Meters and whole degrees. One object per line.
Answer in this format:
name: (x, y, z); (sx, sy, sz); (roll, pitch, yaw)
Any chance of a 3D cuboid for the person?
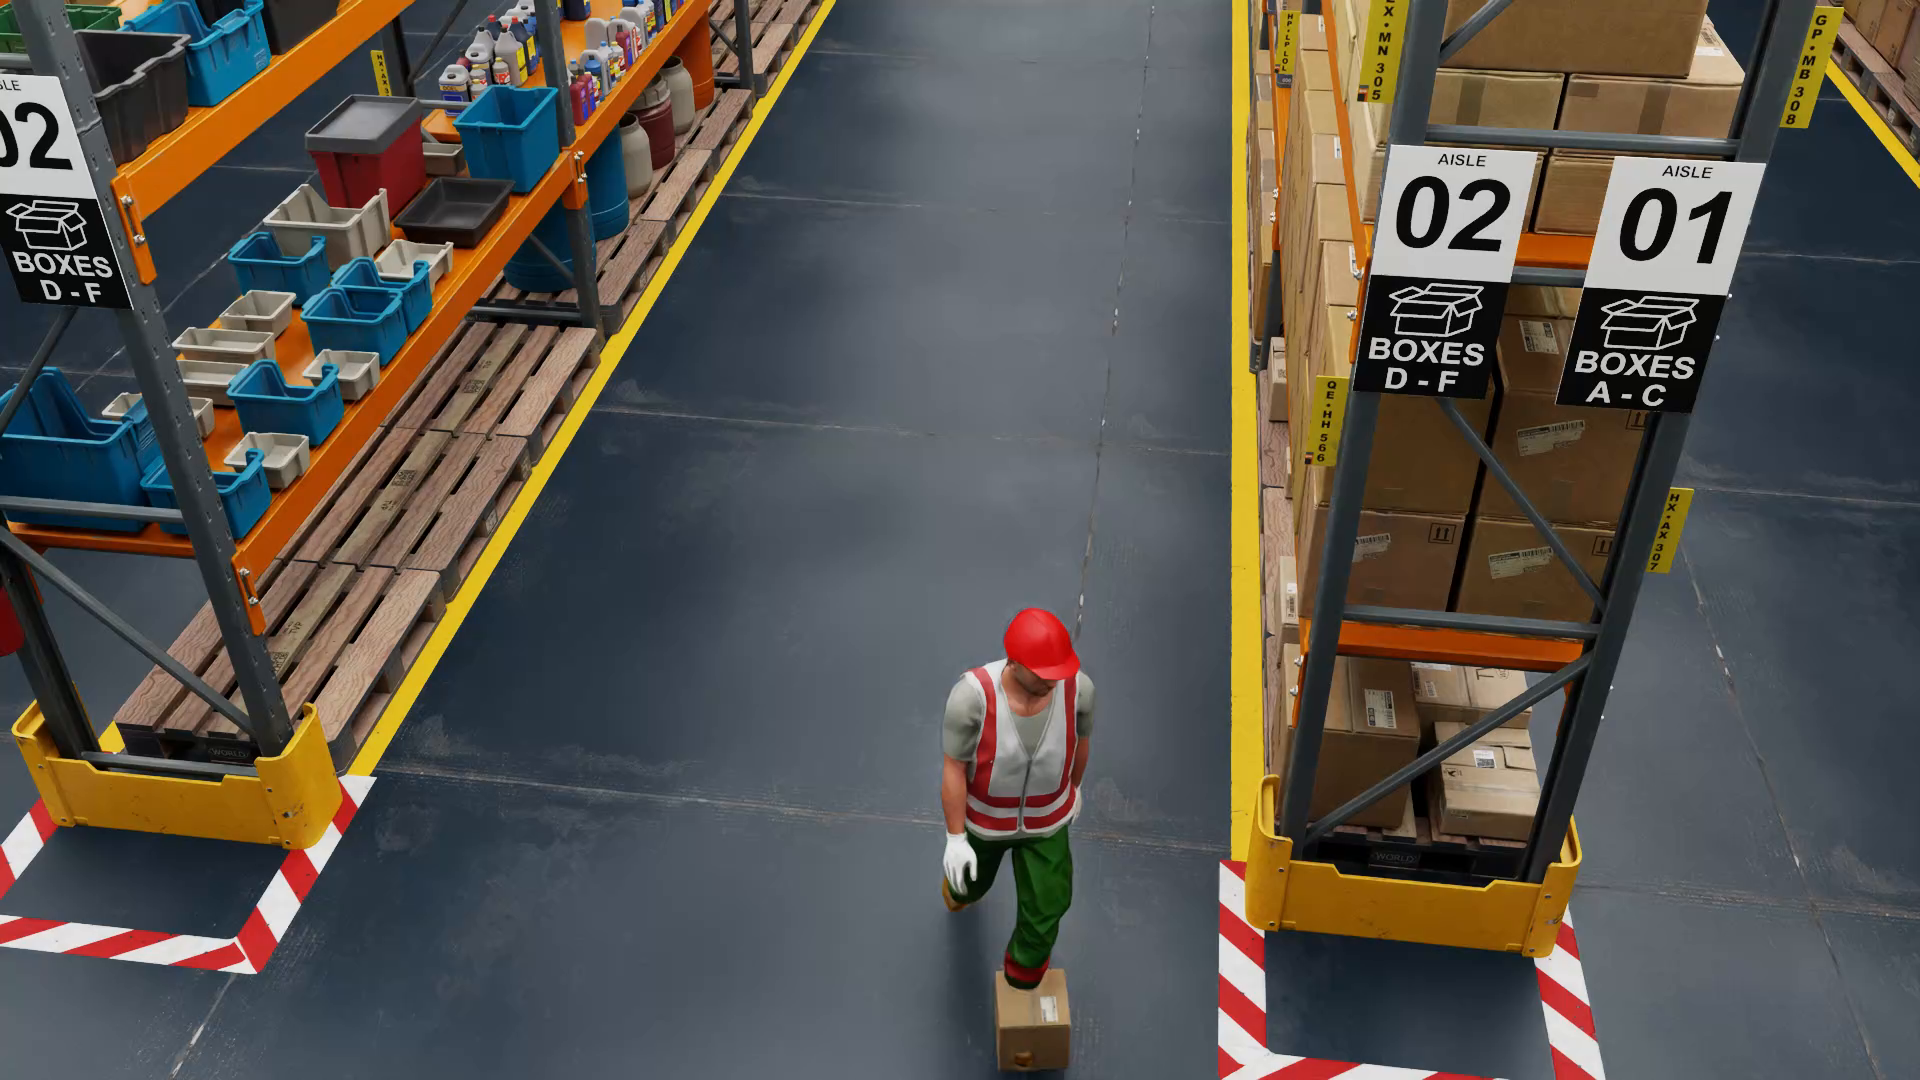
person: (0.188, 0.907, 5.752); (0.542, 1.739, 0.949); (-3, 36, -4)
